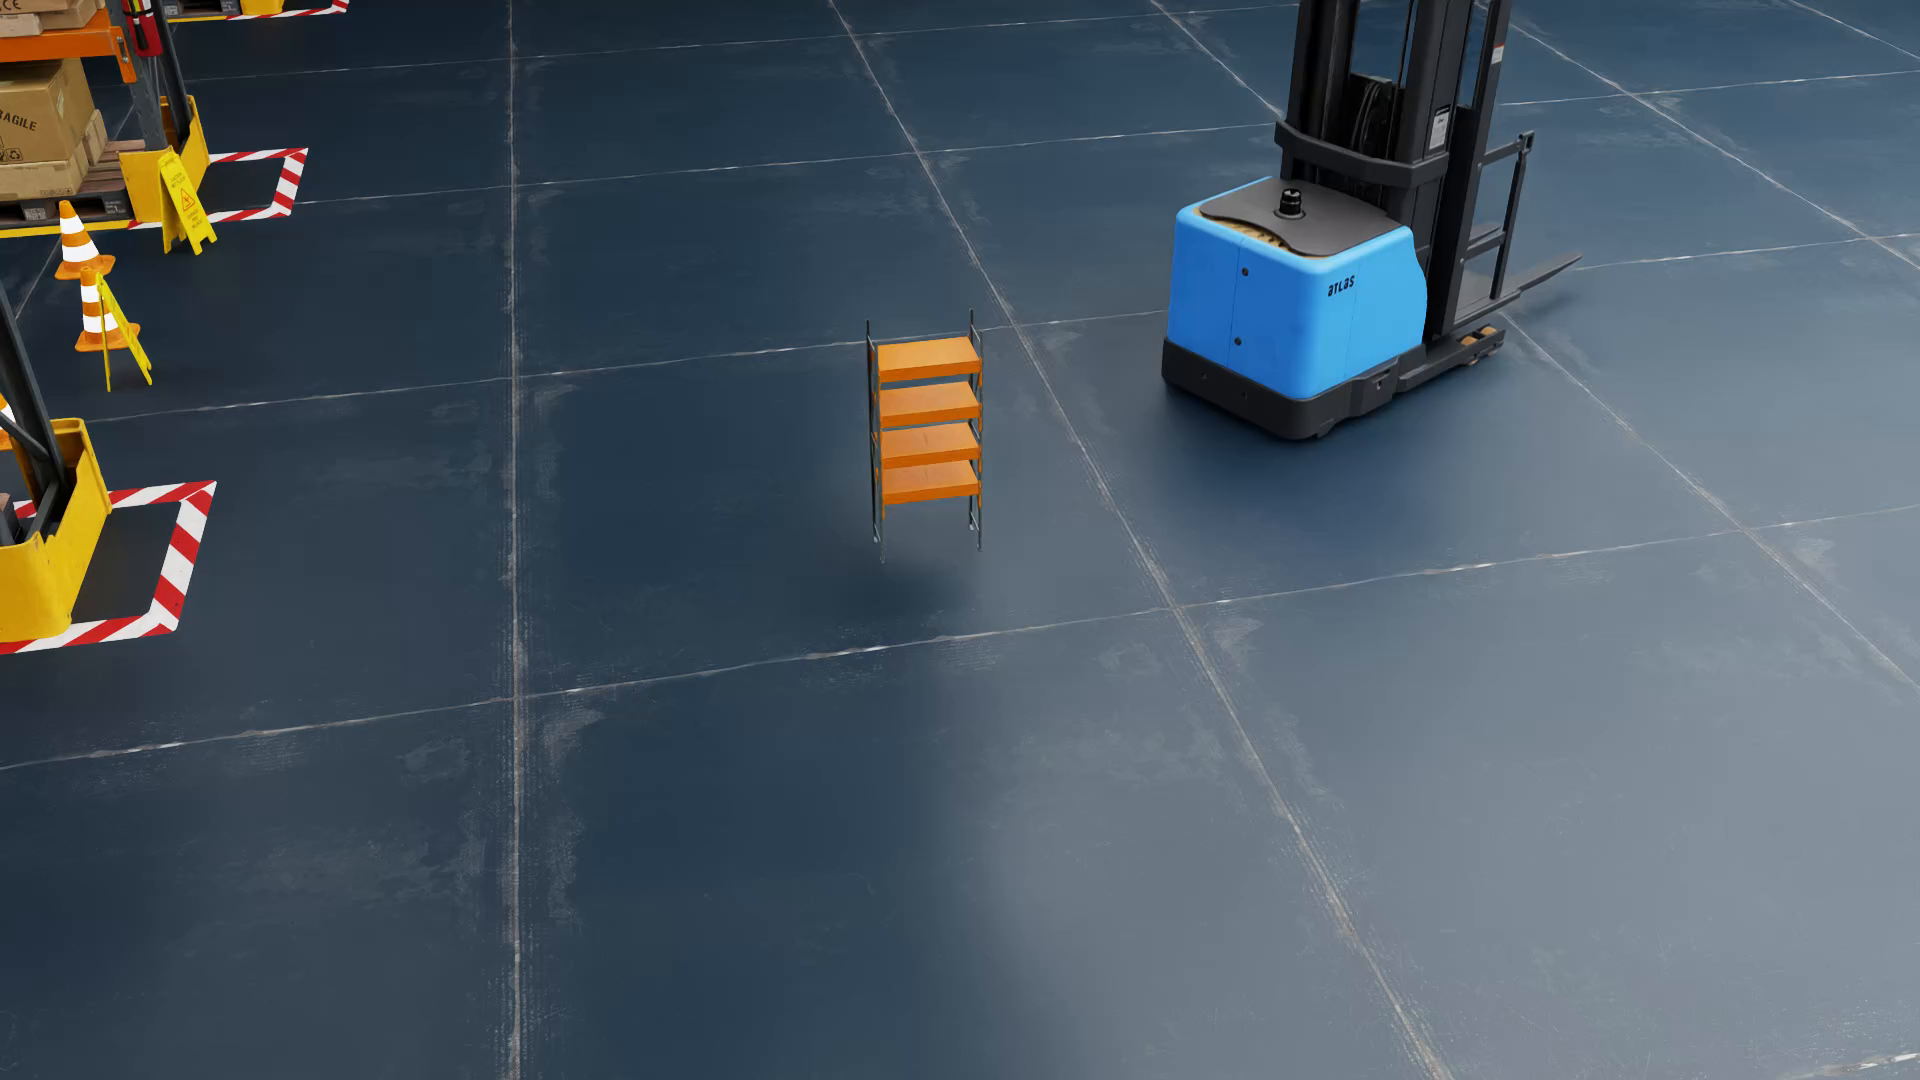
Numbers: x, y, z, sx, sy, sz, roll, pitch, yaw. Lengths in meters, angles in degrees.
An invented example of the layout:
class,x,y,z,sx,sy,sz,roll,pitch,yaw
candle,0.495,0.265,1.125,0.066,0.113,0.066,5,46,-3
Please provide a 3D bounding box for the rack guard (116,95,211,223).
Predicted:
class,x,y,z,sx,sy,sz,roll,pitch,yaw
rack guard,-5.672,-2.733,11.874,0.348,0.500,1.175,-7,35,-11

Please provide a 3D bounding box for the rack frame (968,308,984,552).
class,x,y,z,sx,sy,sz,roll,pitch,yaw
rack frame,0.077,-0.508,7.930,0.015,1.200,0.240,-7,35,-11

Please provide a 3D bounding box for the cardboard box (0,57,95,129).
class,x,y,z,sx,sy,sz,roll,pitch,yaw
cardboard box,-6.469,-3.173,11.703,0.500,0.500,0.500,-8,35,-12

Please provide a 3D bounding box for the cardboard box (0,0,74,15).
class,x,y,z,sx,sy,sz,roll,pitch,yaw
cardboard box,-6.066,-3.729,10.759,0.500,0.500,0.500,-8,35,-11

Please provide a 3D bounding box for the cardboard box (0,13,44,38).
class,x,y,z,sx,sy,sz,roll,pitch,yaw
cardboard box,-6.138,-3.423,10.884,0.250,0.149,0.380,-8,35,-11

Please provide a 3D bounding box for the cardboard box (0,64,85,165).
class,x,y,z,sx,sy,sz,roll,pitch,yaw
cardboard box,-6.322,-2.884,11.274,0.500,0.500,0.500,-7,34,-10

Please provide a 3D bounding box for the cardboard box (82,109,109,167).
class,x,y,z,sx,sy,sz,roll,pitch,yaw
cardboard box,-6.446,-2.864,11.917,0.500,0.250,0.500,-7,35,-11

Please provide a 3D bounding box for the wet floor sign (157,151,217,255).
class,x,y,z,sx,sy,sz,roll,pitch,yaw
wet floor sign,-5.176,-2.245,11.016,0.232,0.644,0.267,4,34,6

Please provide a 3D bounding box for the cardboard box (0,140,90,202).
class,x,y,z,sx,sy,sz,roll,pitch,yaw
cardboard box,-6.350,-2.565,11.471,0.500,0.250,0.500,-7,35,-11

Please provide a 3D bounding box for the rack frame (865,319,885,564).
class,x,y,z,sx,sy,sz,roll,pitch,yaw
rack frame,-0.399,-0.448,7.841,0.015,1.200,0.240,-7,35,-11

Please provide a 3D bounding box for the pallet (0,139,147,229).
class,x,y,z,sx,sy,sz,roll,pitch,yaw
pallet,-6.472,-2.533,11.835,1.213,0.211,1.003,-7,35,-11

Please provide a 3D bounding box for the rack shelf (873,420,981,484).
class,x,y,z,sx,sy,sz,roll,pitch,yaw
rack shelf,-0.161,-0.422,7.923,0.480,0.148,0.258,-7,35,-11

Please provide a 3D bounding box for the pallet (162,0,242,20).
class,x,y,z,sx,sy,sz,roll,pitch,yaw
pallet,-7.433,-5.203,15.814,1.213,0.211,1.003,-7,35,-11

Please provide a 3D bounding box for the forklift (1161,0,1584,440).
class,x,y,z,sx,sy,sz,roll,pitch,yaw
forklift,2.600,-2.443,9.260,3.031,2.935,1.130,-26,42,-33

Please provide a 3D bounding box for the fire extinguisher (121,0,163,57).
class,x,y,z,sx,sy,sz,roll,pitch,yaw
fire extinguisher,-5.384,-3.512,10.861,0.183,0.674,0.296,-7,35,-11

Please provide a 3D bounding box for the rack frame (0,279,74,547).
class,x,y,z,sx,sy,sz,roll,pitch,yaw
rack frame,-4.407,-1.103,7.201,0.127,3.000,1.000,-7,35,-11

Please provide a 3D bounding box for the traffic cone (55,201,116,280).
class,x,y,z,sx,sy,sz,roll,pitch,yaw
traffic cone,-5.733,-1.973,10.775,0.334,0.463,0.336,-7,35,-11

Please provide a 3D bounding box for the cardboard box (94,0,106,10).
class,x,y,z,sx,sy,sz,roll,pitch,yaw
cardboard box,-5.975,-3.747,11.367,0.250,0.149,0.380,-7,35,-10

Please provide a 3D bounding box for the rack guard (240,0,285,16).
class,x,y,z,sx,sy,sz,roll,pitch,yaw
rack guard,-6.673,-5.443,15.912,0.348,0.500,1.175,-7,35,-11

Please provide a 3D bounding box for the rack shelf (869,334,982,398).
class,x,y,z,sx,sy,sz,roll,pitch,yaw
rack shelf,-0.161,-0.804,7.666,0.480,0.148,0.258,-7,35,-11

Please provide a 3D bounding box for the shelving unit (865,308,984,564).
class,x,y,z,sx,sy,sz,roll,pitch,yaw
shelving unit,-0.161,-0.478,7.885,0.503,1.200,0.258,-7,35,-11

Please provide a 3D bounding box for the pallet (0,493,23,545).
class,x,y,z,sx,sy,sz,roll,pitch,yaw
pallet,-5.170,0.196,7.769,1.213,0.211,1.003,-7,35,-11

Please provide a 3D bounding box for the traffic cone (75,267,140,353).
class,x,y,z,sx,sy,sz,roll,pitch,yaw
traffic cone,-5.156,-1.412,9.938,0.334,0.463,0.336,-7,35,-11

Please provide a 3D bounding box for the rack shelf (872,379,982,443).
class,x,y,z,sx,sy,sz,roll,pitch,yaw
rack shelf,-0.161,-0.608,7.798,0.480,0.148,0.258,-7,35,-11

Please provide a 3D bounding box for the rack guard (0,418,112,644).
class,x,y,z,sx,sy,sz,roll,pitch,yaw
rack guard,-4.384,-0.068,7.902,0.348,0.500,1.175,-7,35,-11

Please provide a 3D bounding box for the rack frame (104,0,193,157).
class,x,y,z,sx,sy,sz,roll,pitch,yaw
rack frame,-5.598,-3.781,11.192,0.127,3.000,1.000,-7,35,-11

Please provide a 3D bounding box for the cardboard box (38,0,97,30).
class,x,y,z,sx,sy,sz,roll,pitch,yaw
cardboard box,-5.915,-3.514,11.020,0.250,0.149,0.380,-6,34,-9

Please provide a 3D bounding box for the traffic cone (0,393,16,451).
class,x,y,z,sx,sy,sz,roll,pitch,yaw
traffic cone,-5.238,-0.756,8.961,0.334,0.463,0.336,-7,35,-11

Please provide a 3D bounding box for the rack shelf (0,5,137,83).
class,x,y,z,sx,sy,sz,roll,pitch,yaw
rack shelf,-7.548,-3.236,11.026,4.000,0.370,1.077,-7,35,-11

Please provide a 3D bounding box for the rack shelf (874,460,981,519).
class,x,y,z,sx,sy,sz,roll,pitch,yaw
rack shelf,-0.161,-0.257,8.033,0.480,0.148,0.258,-7,35,-11

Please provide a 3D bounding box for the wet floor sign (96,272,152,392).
class,x,y,z,sx,sy,sz,roll,pitch,yaw
wet floor sign,-4.816,-1.205,9.466,0.232,0.644,0.267,-13,36,-19
